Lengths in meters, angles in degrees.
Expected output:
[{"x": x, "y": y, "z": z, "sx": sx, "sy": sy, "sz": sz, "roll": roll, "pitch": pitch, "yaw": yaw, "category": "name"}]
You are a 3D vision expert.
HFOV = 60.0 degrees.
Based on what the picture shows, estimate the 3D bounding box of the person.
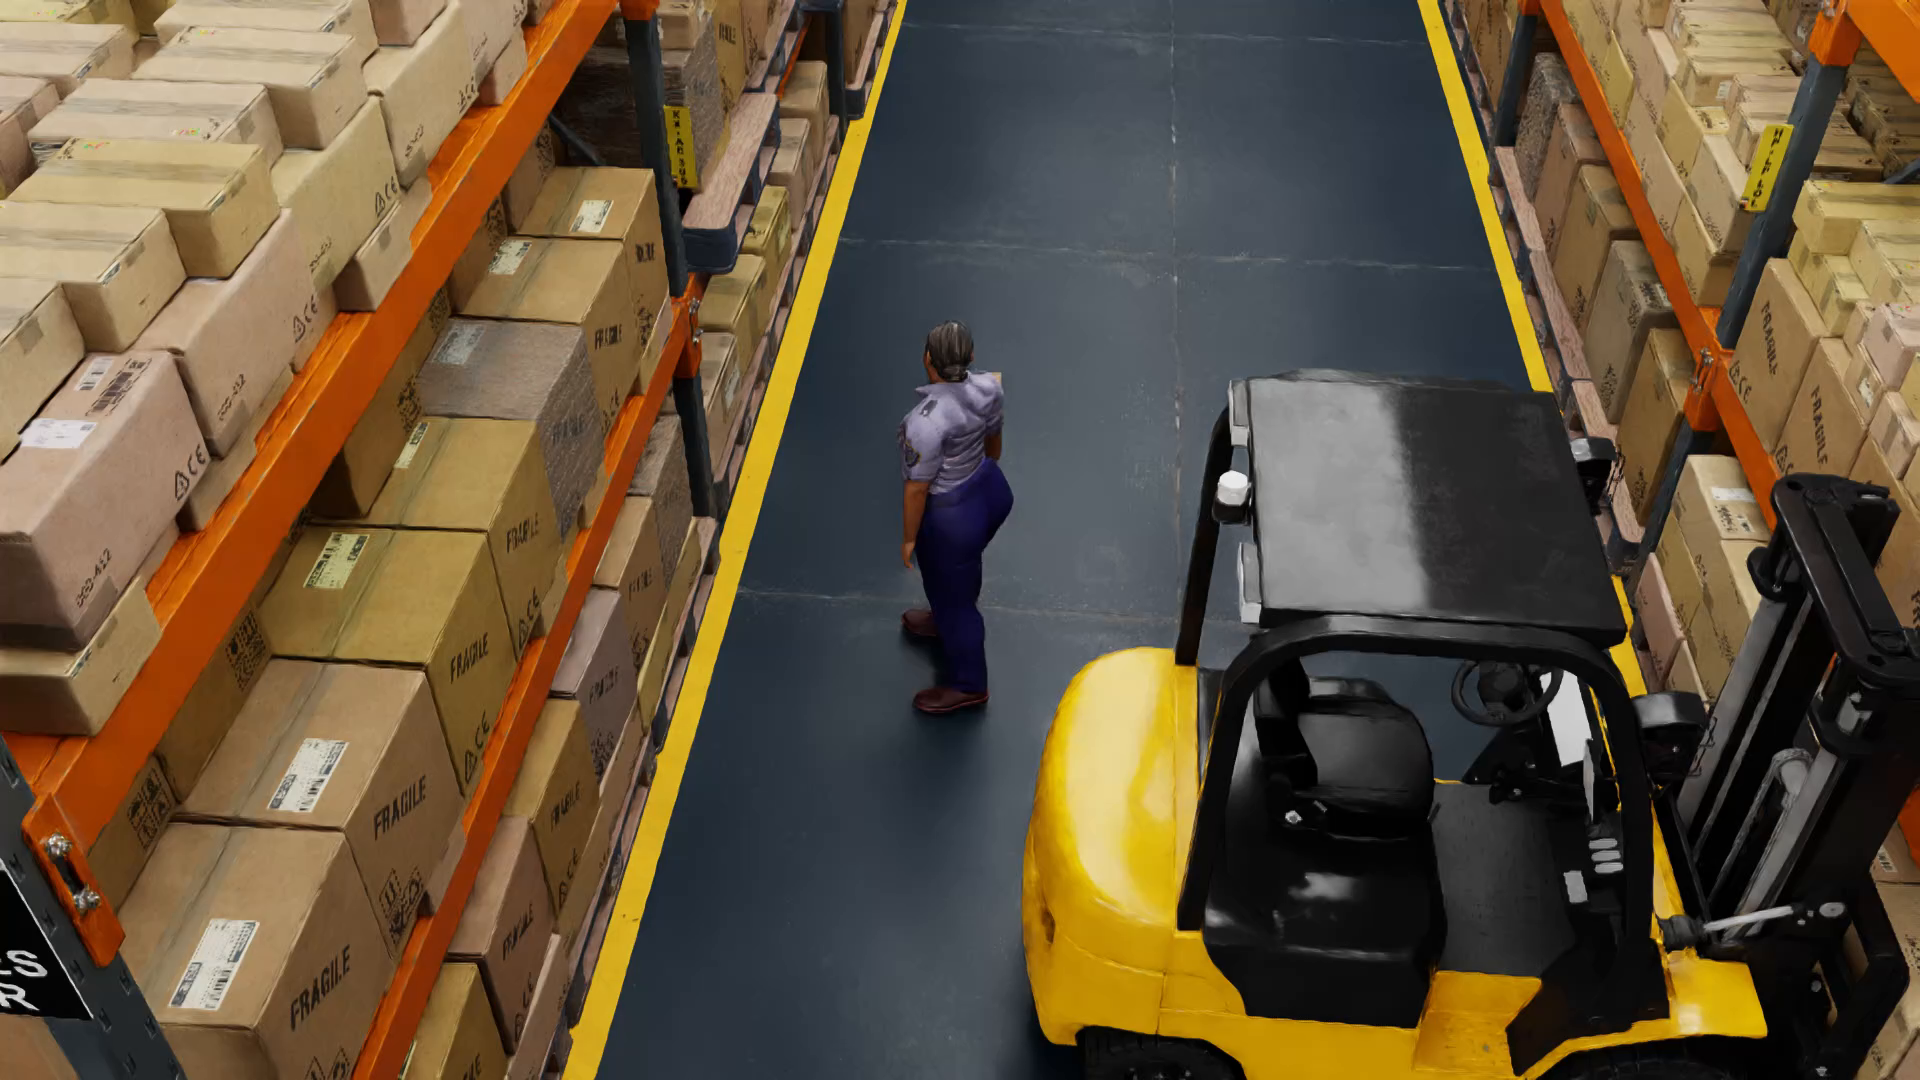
[{"x": -0.060, "y": -0.130, "z": 6.289, "sx": 0.544, "sy": 1.646, "sz": 0.583, "roll": 22, "pitch": 45, "yaw": 24, "category": "person"}]
